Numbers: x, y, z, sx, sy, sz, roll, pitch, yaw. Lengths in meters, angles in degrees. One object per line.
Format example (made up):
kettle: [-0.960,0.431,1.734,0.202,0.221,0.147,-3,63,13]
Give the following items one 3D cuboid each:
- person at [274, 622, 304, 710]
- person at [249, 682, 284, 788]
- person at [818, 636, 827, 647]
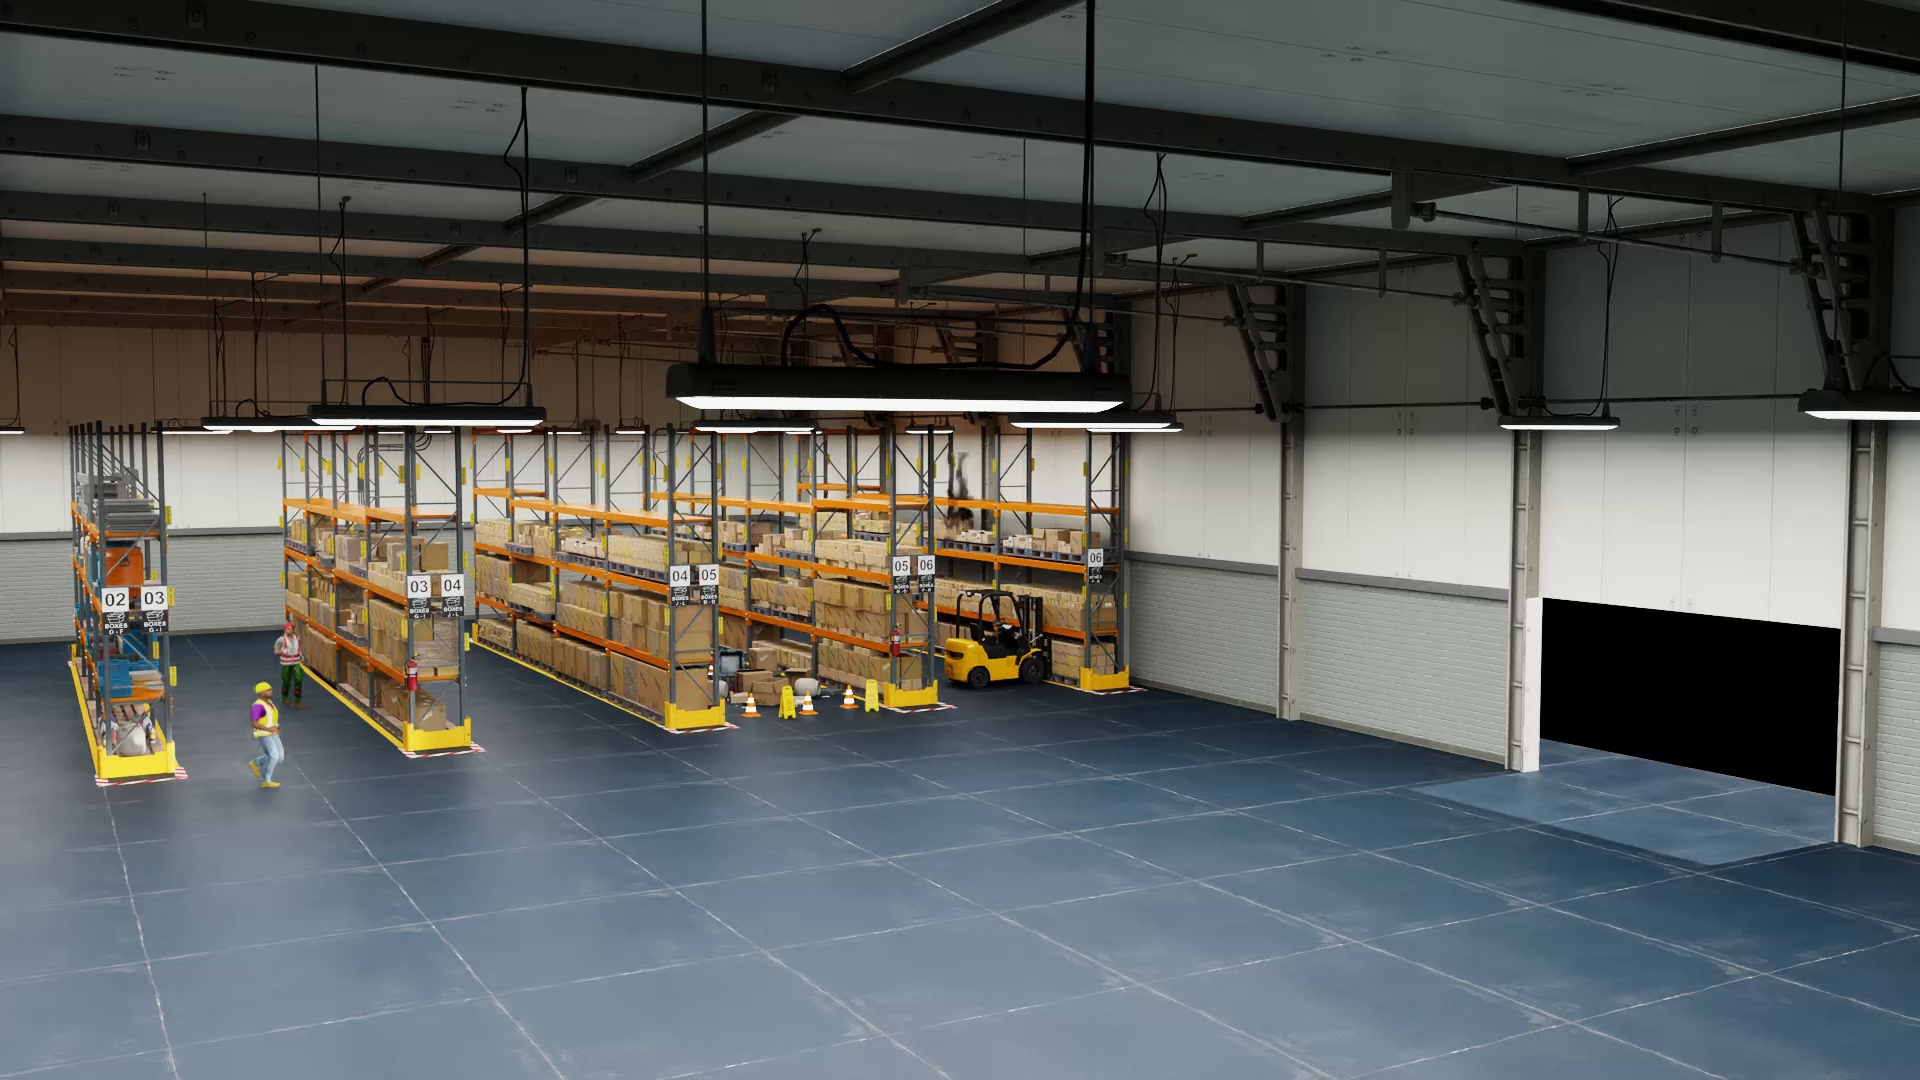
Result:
person: [-14.130,2.653,35.070,0.639,1.839,0.782,-3,4,-38]
person: [-11.374,3.188,27.205,0.588,1.720,0.703,0,4,-4]
person: [-3.628,2.224,43.539,0.627,1.700,0.760,-3,4,-37]
